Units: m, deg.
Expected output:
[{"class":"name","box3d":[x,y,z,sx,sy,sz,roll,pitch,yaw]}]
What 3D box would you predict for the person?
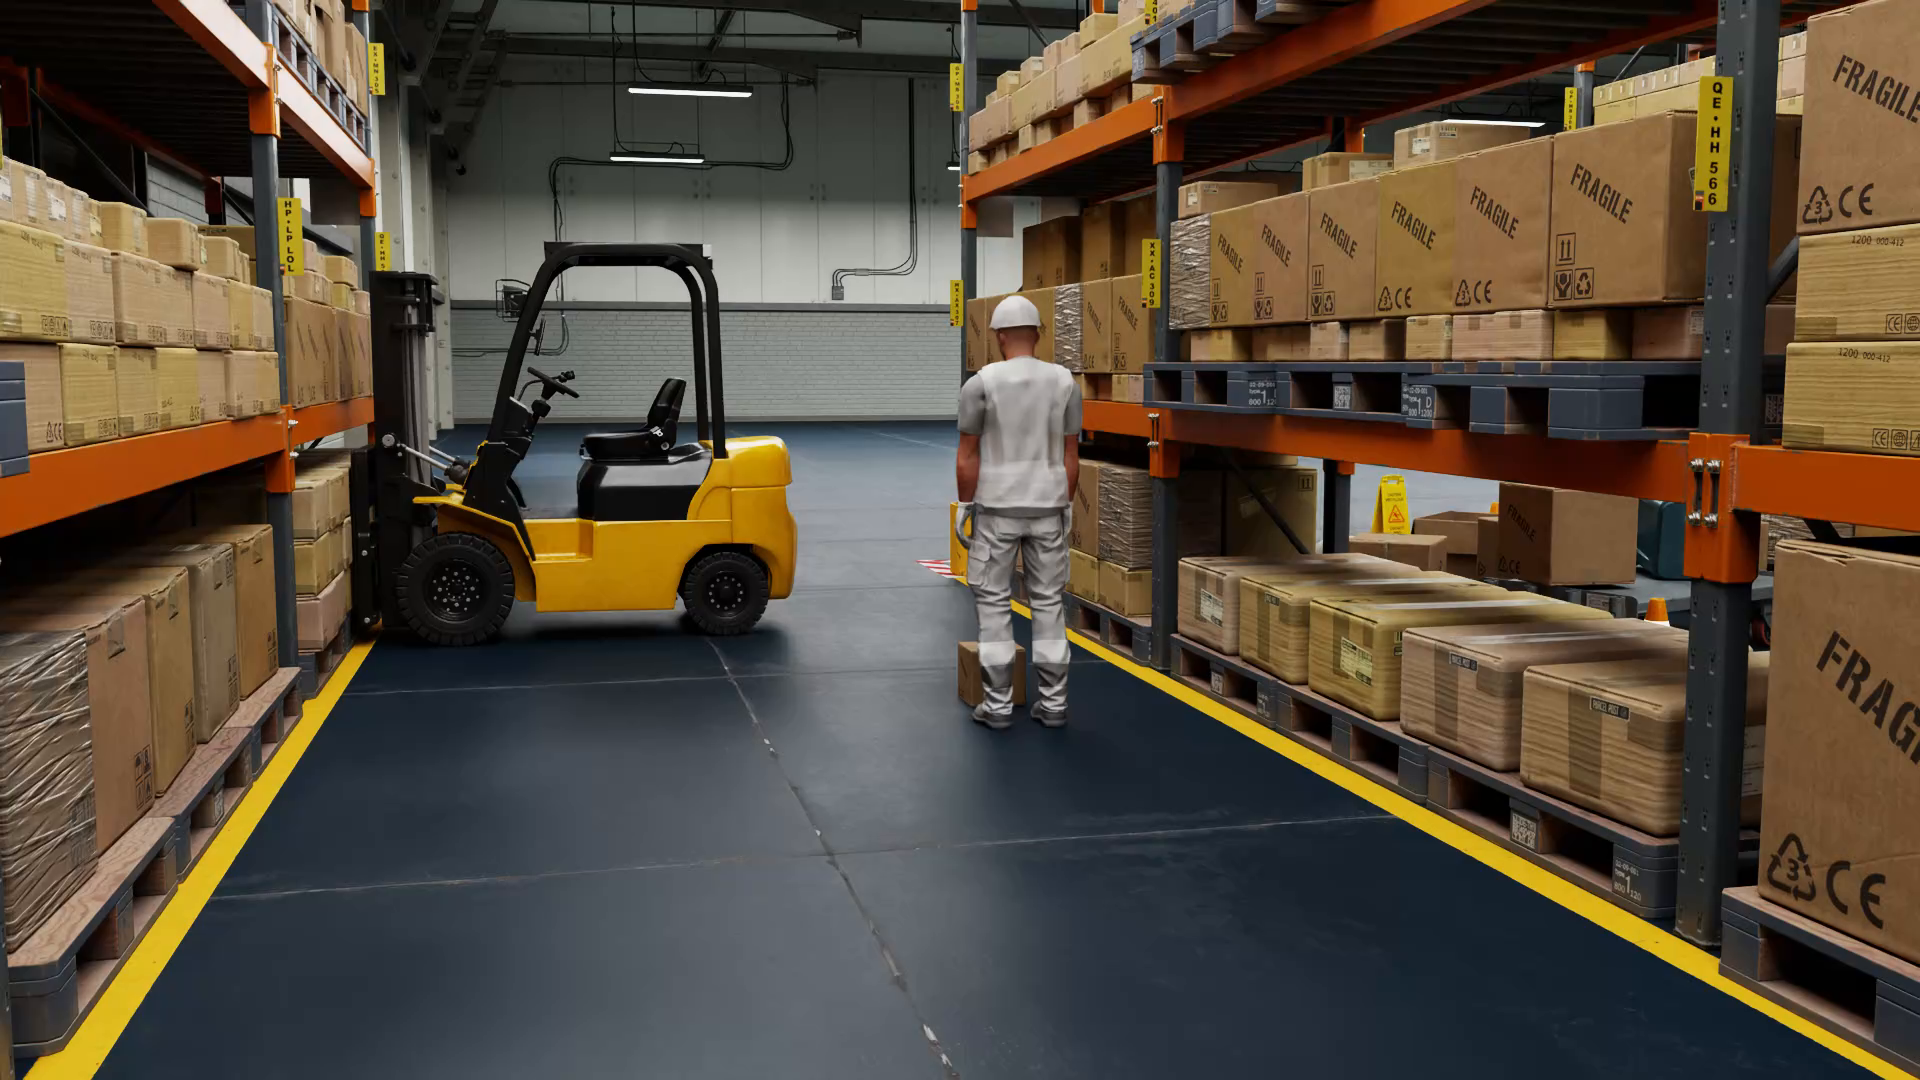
[{"class":"person","box3d":[7.671,-1.989,24.629,22.736,1.778,31.820,-1,6,-13]}]
